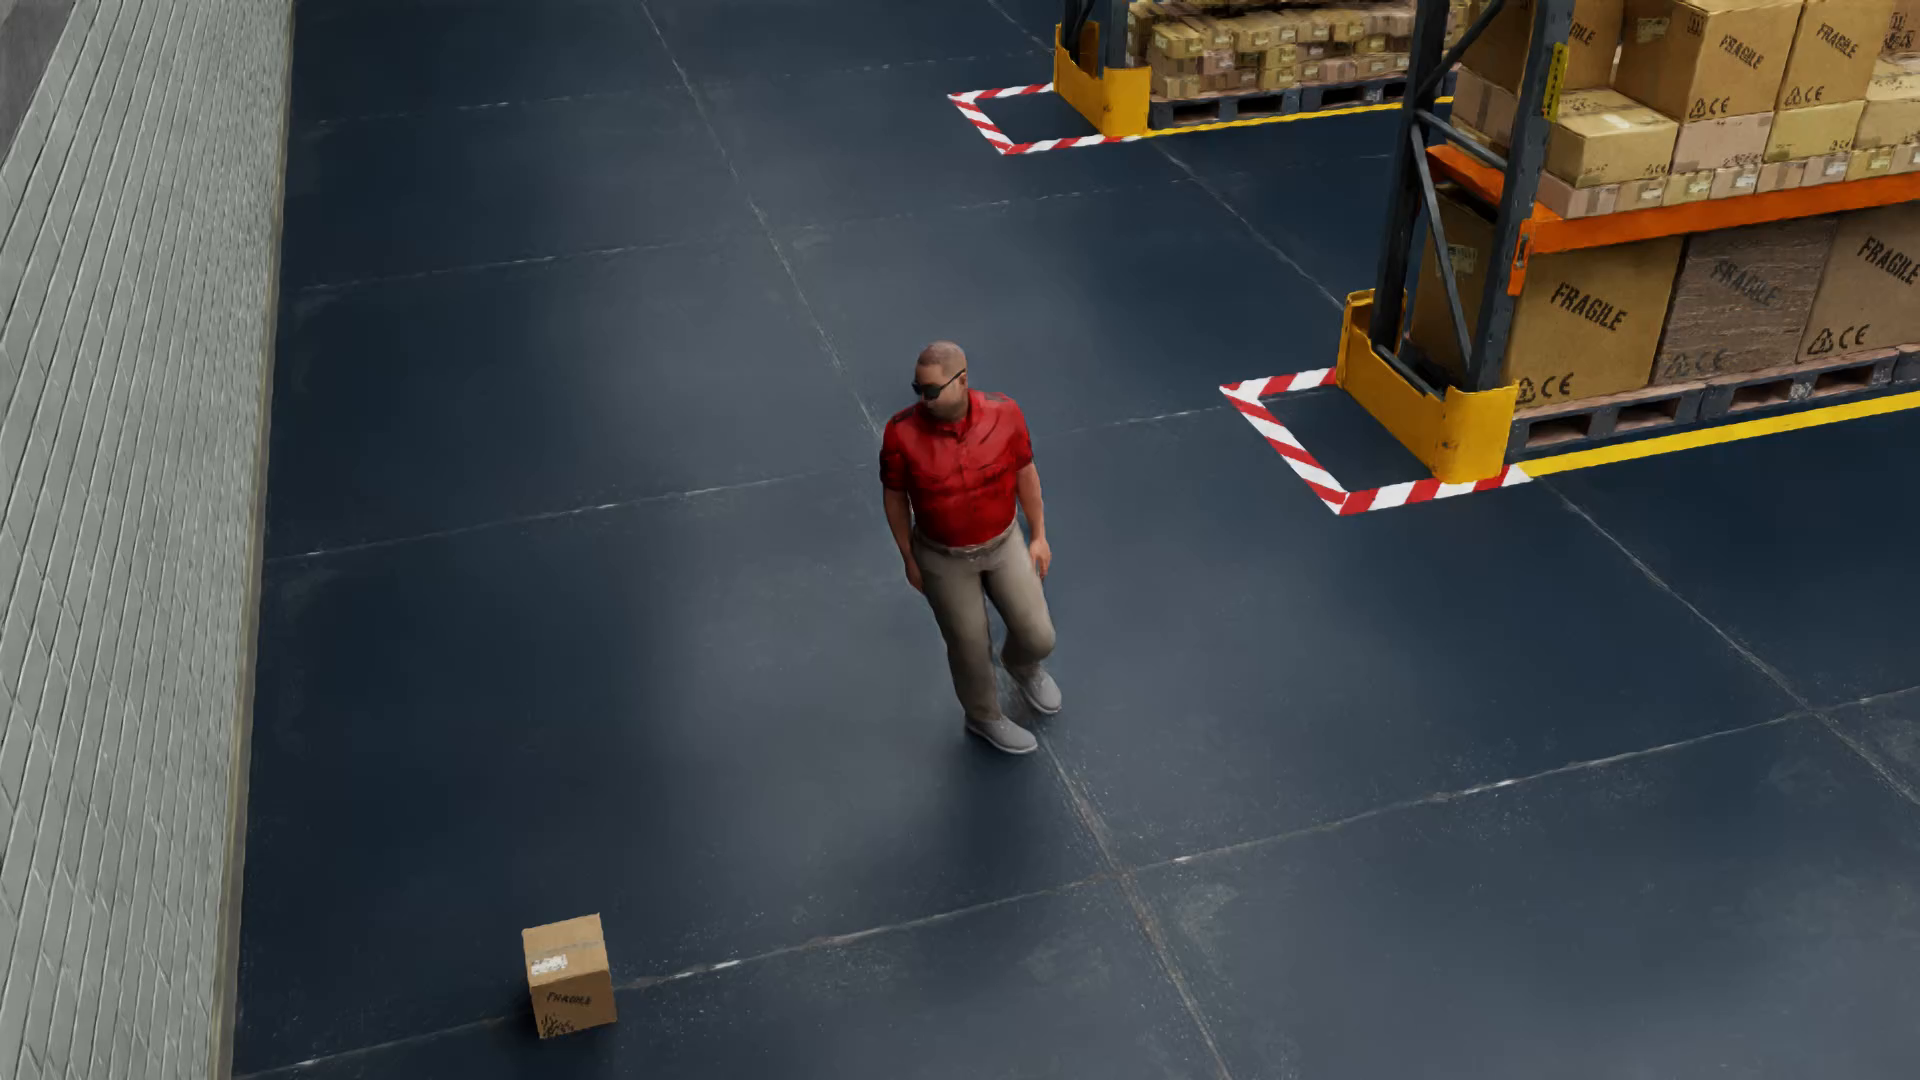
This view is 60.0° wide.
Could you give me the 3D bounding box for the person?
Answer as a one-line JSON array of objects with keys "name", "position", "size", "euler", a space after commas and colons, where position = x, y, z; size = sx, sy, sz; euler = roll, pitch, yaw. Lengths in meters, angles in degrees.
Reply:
[{"name": "person", "position": [0.088, 0.053, 6.095], "size": [0.699, 1.717, 0.437], "euler": [-10, 35, -15]}]
